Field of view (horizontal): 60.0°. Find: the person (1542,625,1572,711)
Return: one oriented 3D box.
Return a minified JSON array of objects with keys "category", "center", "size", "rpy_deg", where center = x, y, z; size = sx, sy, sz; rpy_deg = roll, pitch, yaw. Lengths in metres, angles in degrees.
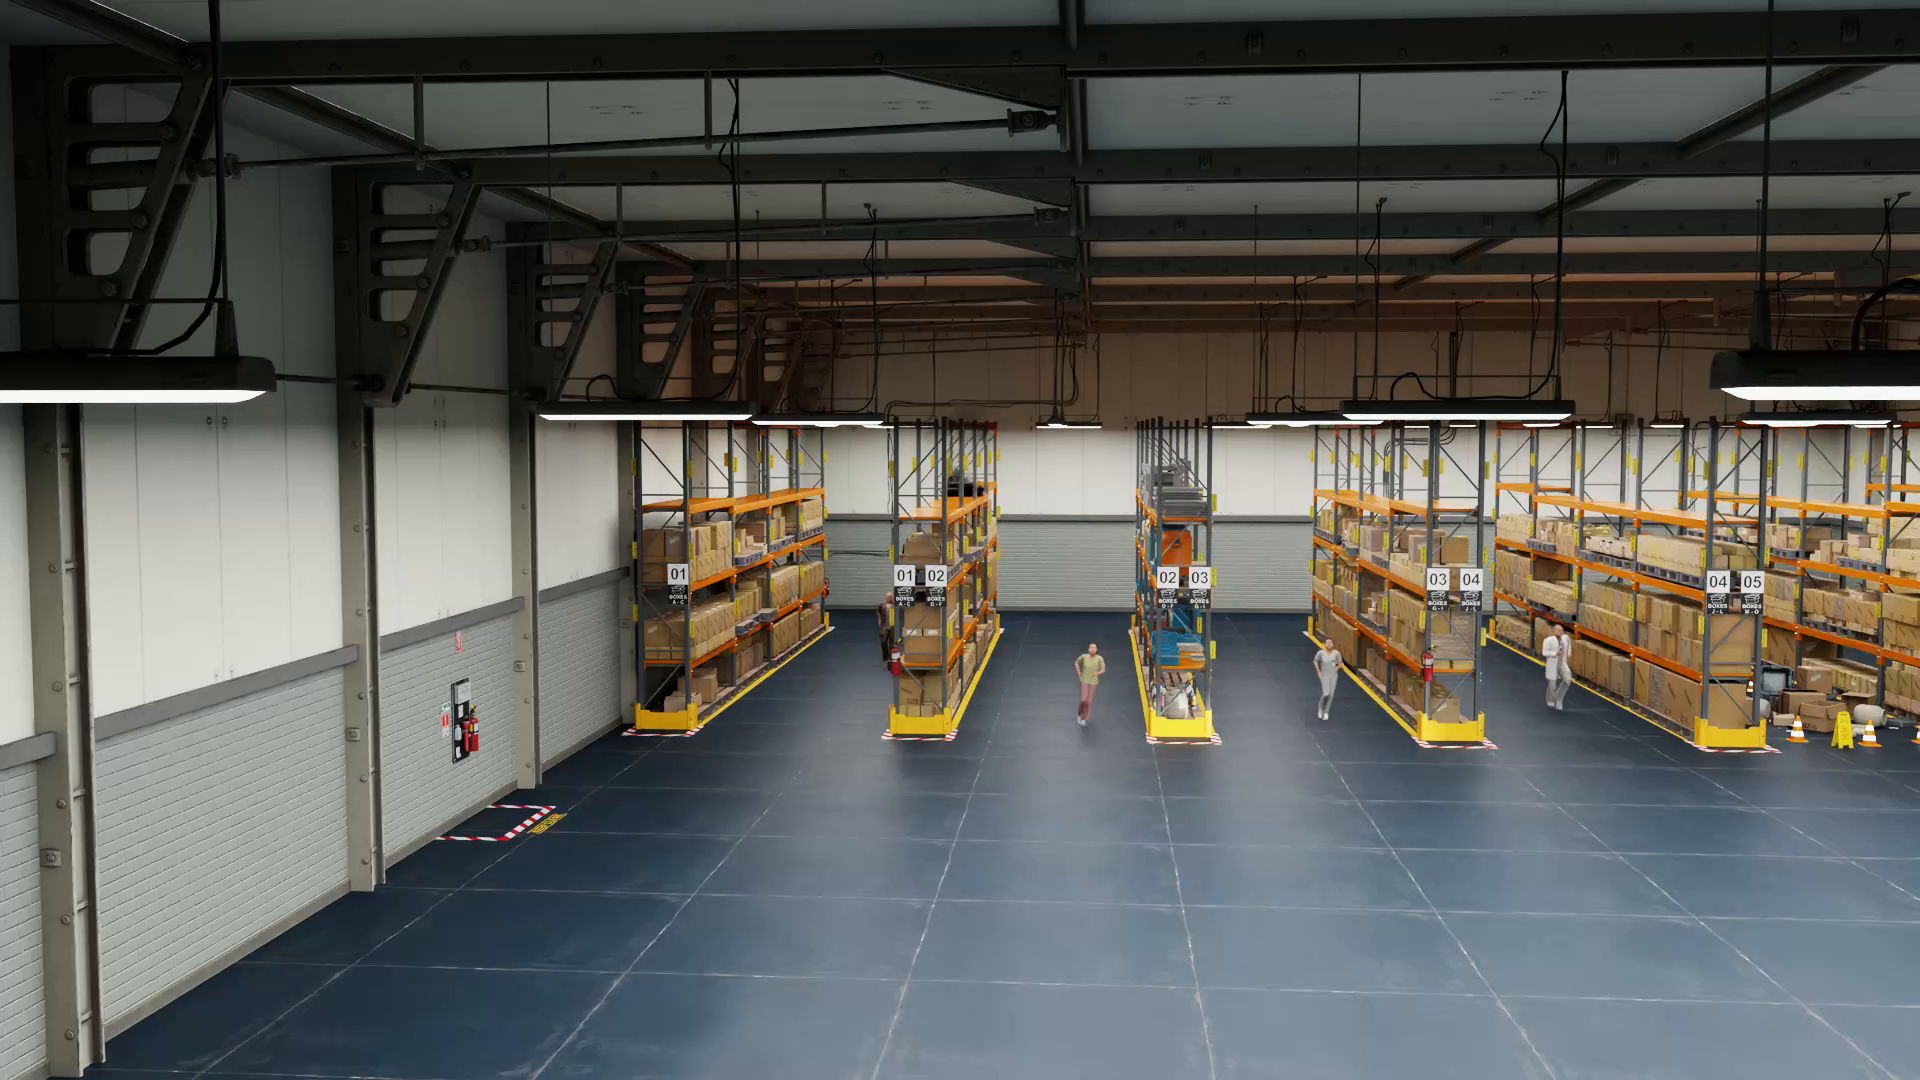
[{"category":"person","center":[12.269,2.608,34.141],"size":[0.753,1.766,0.883],"rpy_deg":[0,4,-7]}]

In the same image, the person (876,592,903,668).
[{"category":"person","center":[-1.732,2.190,40.520],"size":[0.682,1.839,0.802],"rpy_deg":[0,4,4]}]

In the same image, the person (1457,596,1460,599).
[{"category":"person","center":[13.292,2.029,43.535],"size":[0.672,1.741,0.965],"rpy_deg":[1,4,10]}]

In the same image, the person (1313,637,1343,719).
[{"category":"person","center":[7.307,2.742,32.936],"size":[0.545,1.636,0.611],"rpy_deg":[0,4,3]}]

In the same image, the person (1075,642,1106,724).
[{"category":"person","center":[2.538,2.791,32.342],"size":[0.578,1.635,0.564],"rpy_deg":[0,4,0]}]
